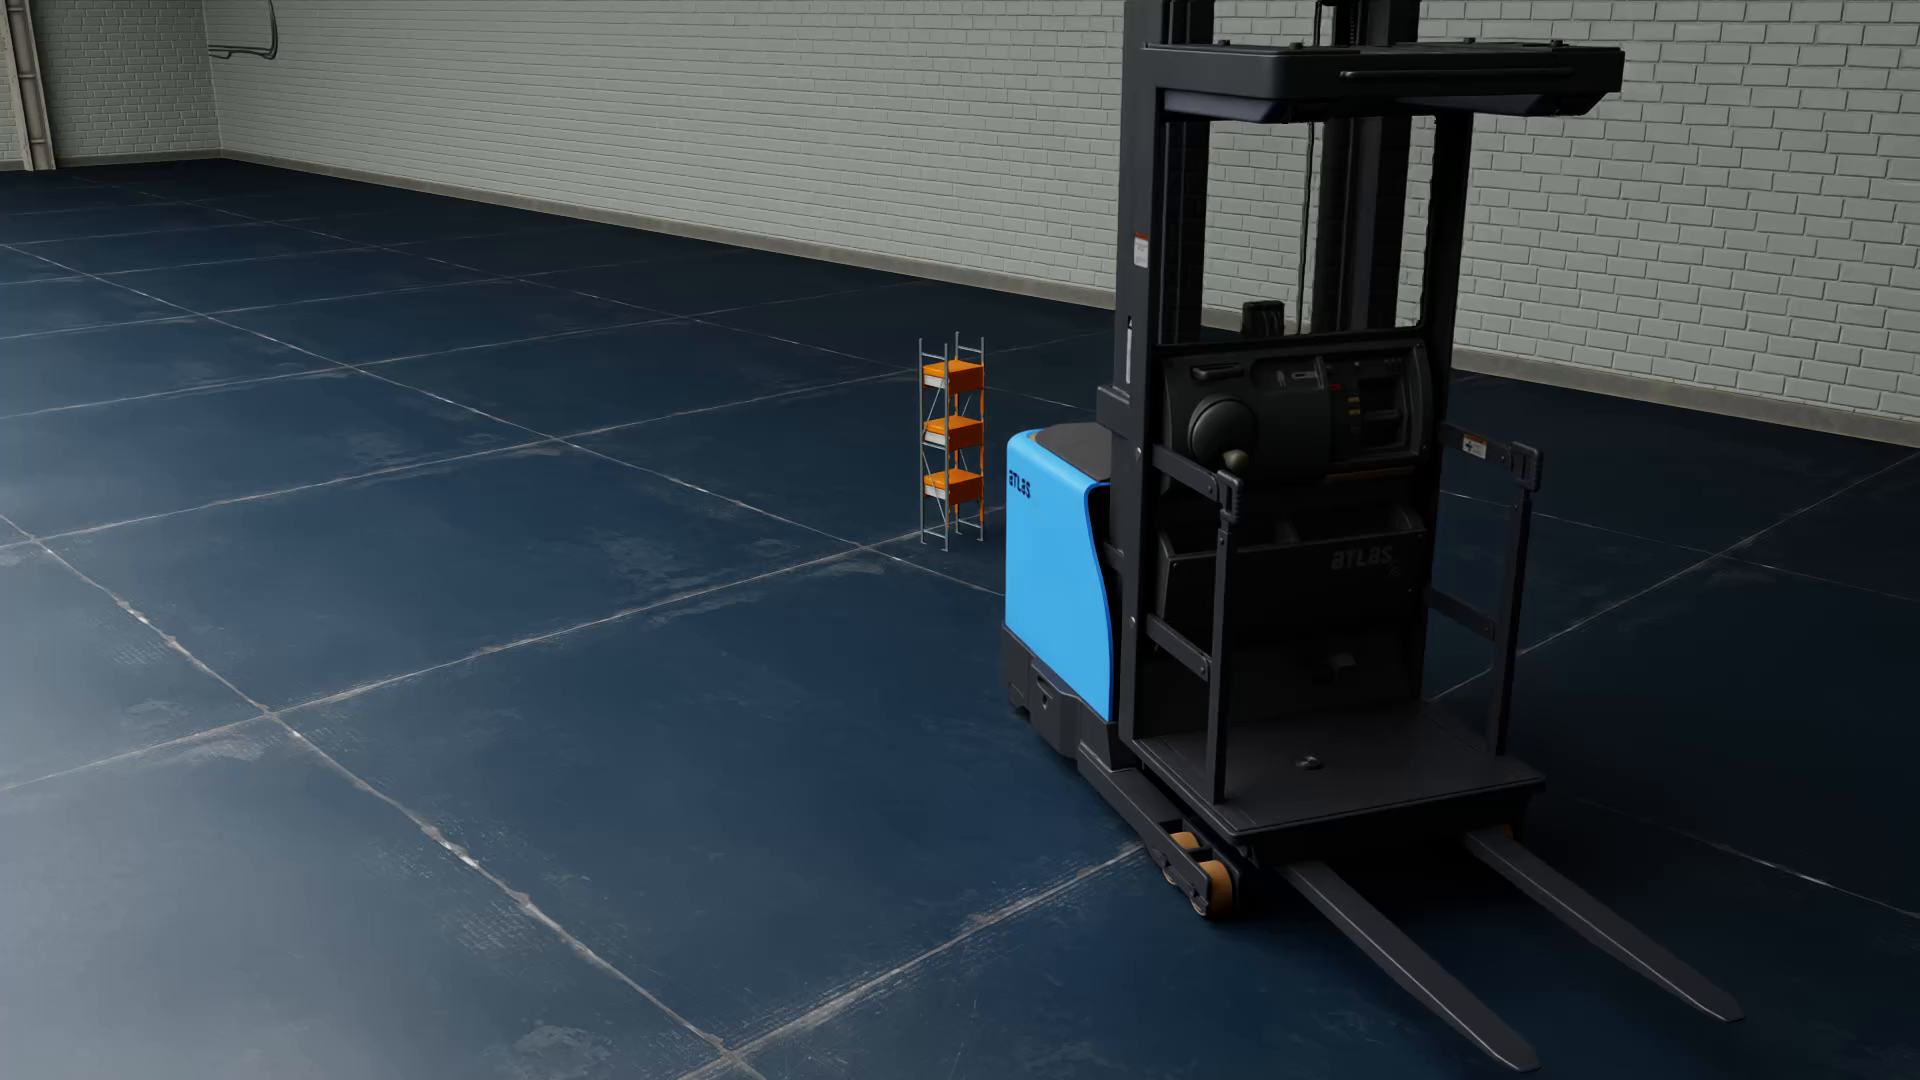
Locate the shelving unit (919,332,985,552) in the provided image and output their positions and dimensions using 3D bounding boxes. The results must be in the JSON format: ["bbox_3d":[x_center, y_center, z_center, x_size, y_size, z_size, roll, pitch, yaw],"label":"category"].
[{"bbox_3d":[-0.039,-0.488,8.288,0.252,1.050,0.215,-16,24,-41],"label":"shelving unit"}]

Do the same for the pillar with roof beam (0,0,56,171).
[{"bbox_3d":[-12.051,-9.364,22.776,0.400,9.000,9.100,-16,24,-41],"label":"pillar with roof beam"}]

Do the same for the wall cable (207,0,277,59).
[{"bbox_3d":[-11.960,-9.180,27.242,0.112,2.526,3.097,-16,24,-41],"label":"wall cable"}]

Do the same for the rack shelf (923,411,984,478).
[{"bbox_3d":[-0.039,-0.478,8.291,0.240,0.259,0.215,-16,24,-41],"label":"rack shelf"}]

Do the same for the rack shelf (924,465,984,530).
[{"bbox_3d":[-0.039,-0.214,8.377,0.240,0.259,0.215,-16,24,-41],"label":"rack shelf"}]

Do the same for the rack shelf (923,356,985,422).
[{"bbox_3d":[-0.039,-0.748,8.204,0.240,0.259,0.215,-16,24,-41],"label":"rack shelf"}]

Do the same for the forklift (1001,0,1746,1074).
[{"bbox_3d":[1.130,-0.406,4.985,1.130,2.935,3.031,-6,19,-18],"label":"forklift"}]

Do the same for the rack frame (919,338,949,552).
[{"bbox_3d":[-0.128,-0.462,8.208,0.008,1.050,0.200,-16,24,-41],"label":"rack frame"}]

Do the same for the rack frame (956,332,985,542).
[{"bbox_3d":[0.050,-0.514,8.368,0.008,1.050,0.200,-16,24,-41],"label":"rack frame"}]
